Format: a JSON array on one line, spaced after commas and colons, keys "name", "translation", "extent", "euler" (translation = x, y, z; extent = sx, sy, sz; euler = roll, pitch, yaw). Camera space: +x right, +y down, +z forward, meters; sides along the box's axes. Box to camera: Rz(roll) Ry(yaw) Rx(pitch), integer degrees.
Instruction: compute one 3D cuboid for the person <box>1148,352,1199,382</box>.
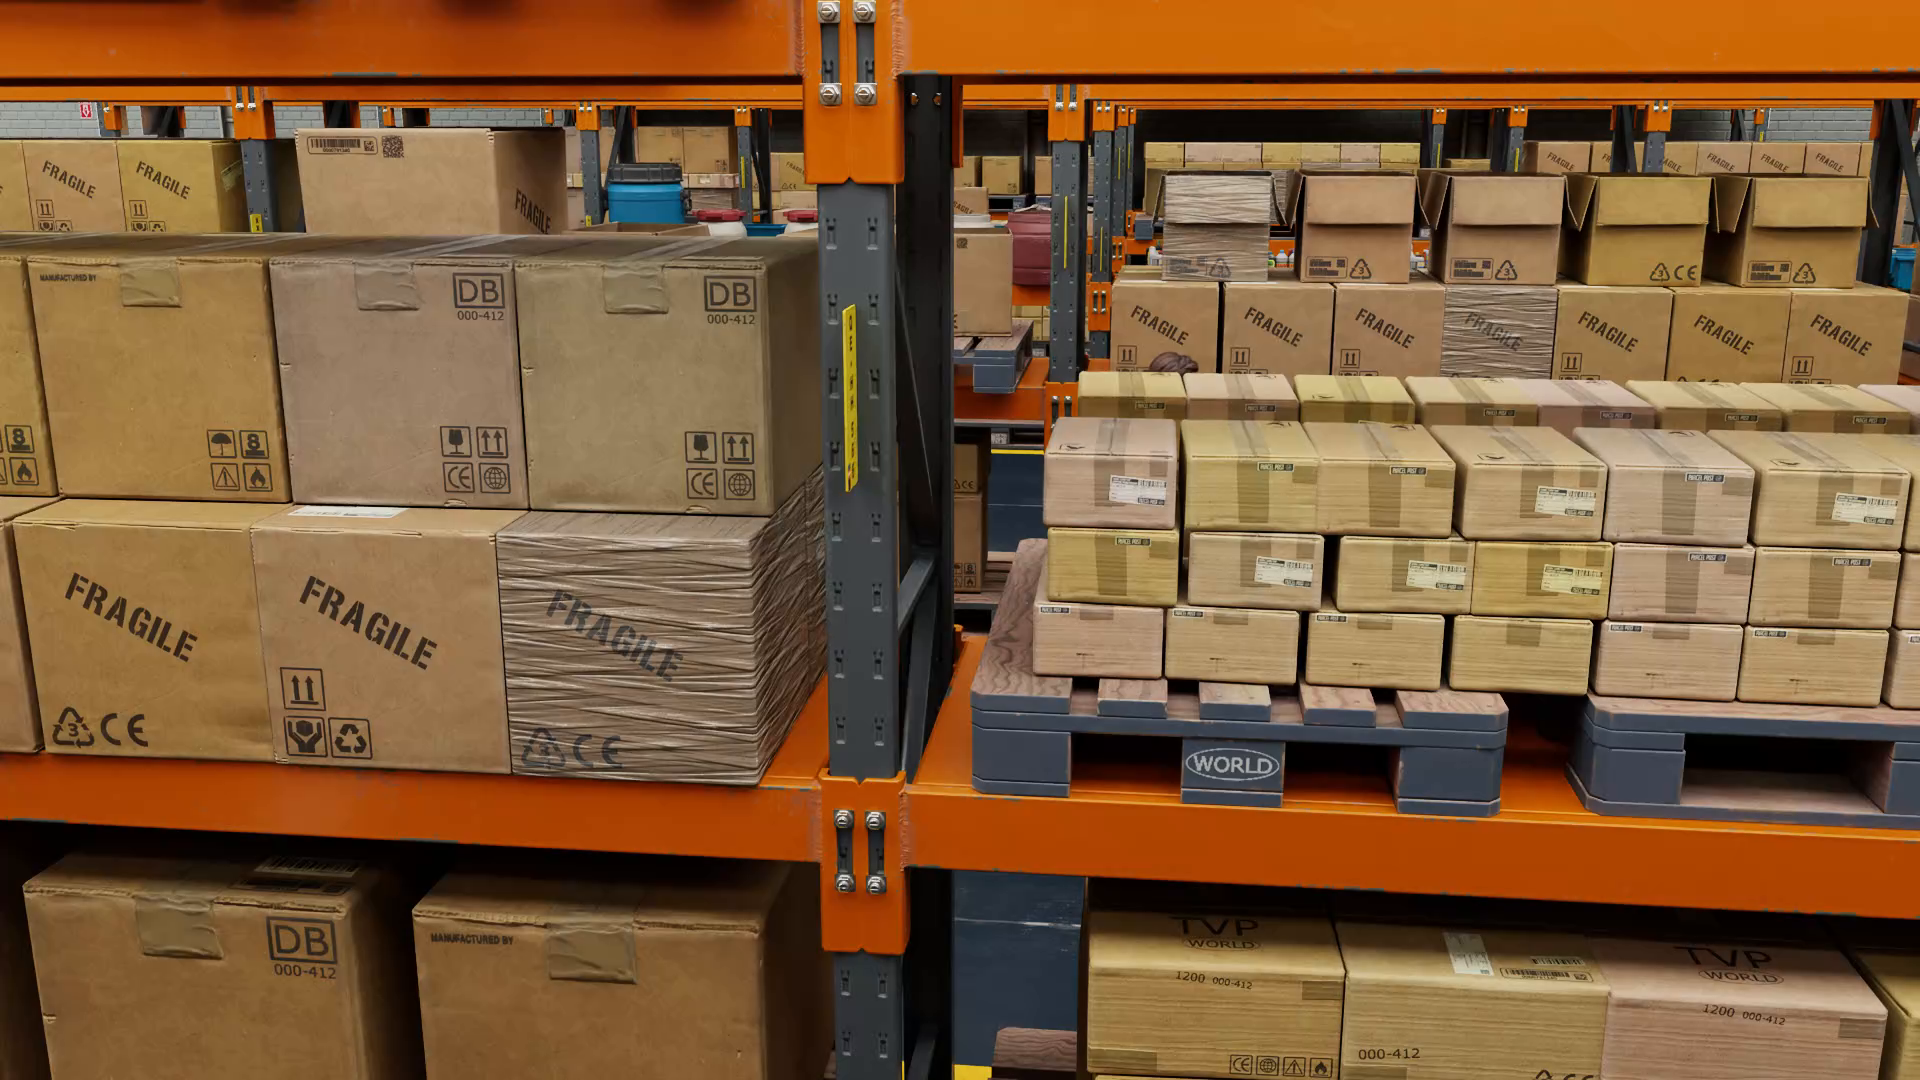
[{"name": "person", "translation": [0.813, 0.077, 6.712], "extent": [0.416, 1.671, 0.505], "euler": [1, 14, 4]}]
